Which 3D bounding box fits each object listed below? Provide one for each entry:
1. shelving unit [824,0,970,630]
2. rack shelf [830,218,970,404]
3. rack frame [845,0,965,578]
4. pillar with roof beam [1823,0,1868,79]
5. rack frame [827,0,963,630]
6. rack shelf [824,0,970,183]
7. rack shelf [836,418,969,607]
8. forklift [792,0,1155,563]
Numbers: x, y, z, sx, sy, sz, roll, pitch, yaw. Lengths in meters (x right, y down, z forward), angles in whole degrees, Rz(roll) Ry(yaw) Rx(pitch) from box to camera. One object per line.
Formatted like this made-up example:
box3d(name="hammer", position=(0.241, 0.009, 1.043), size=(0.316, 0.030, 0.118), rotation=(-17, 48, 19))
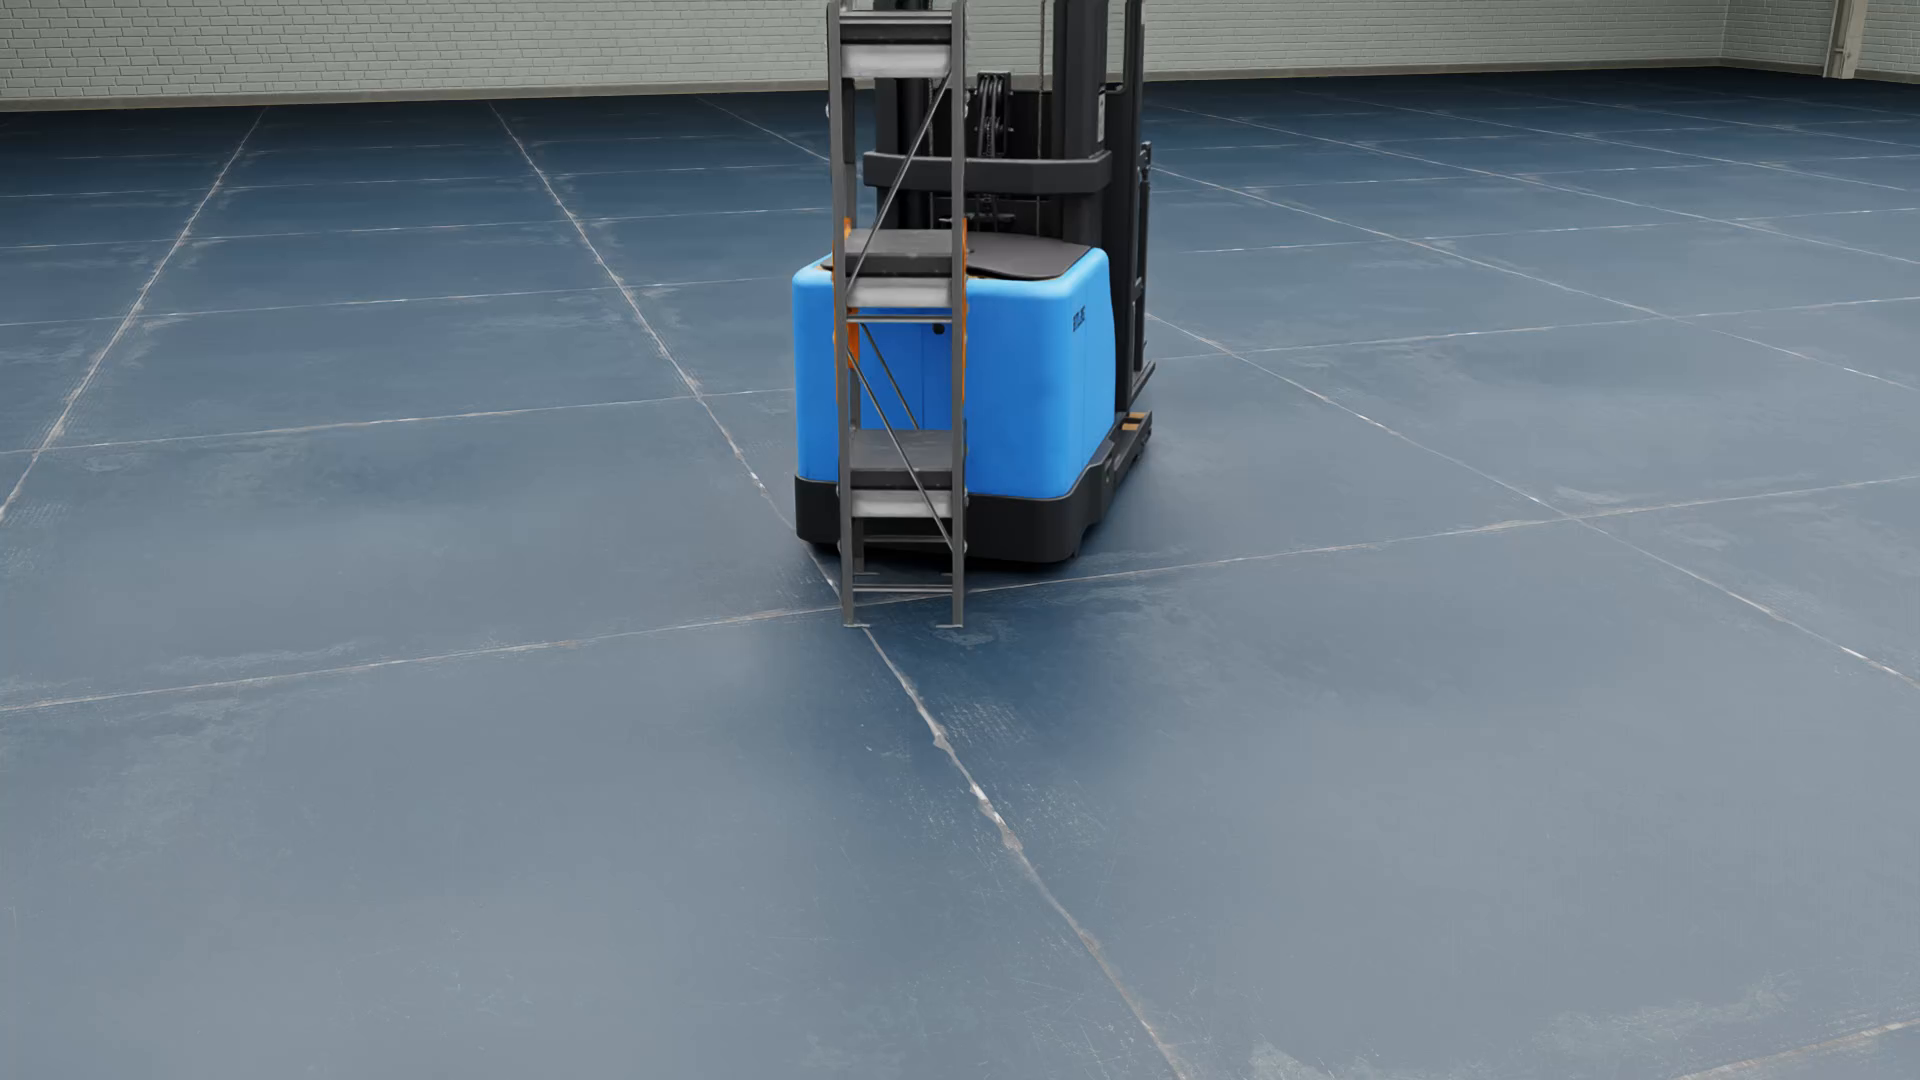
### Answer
box3d(name="shelving unit", position=(-0.186, -0.773, 5.463), size=(0.431, 2.100, 0.503), rotation=(0, 20, 1))
box3d(name="rack shelf", position=(-0.186, -0.760, 5.467), size=(0.431, 0.518, 0.480), rotation=(0, 20, 1))
box3d(name="rack frame", position=(-0.182, -0.856, 5.692), size=(0.400, 2.100, 0.015), rotation=(0, 20, 1))
box3d(name="pillar with roof beam", position=(10.928, -11.679, 25.620), size=(9.100, 9.000, 0.400), rotation=(-6, 21, -17))
box3d(name="rack frame", position=(-0.191, -0.691, 5.233), size=(0.400, 2.100, 0.015), rotation=(0, 20, 1))
box3d(name="rack shelf", position=(-0.186, -1.419, 5.231), size=(0.431, 0.518, 0.480), rotation=(0, 20, 1))
box3d(name="rack shelf", position=(-0.186, -0.101, 5.704), size=(0.431, 0.518, 0.480), rotation=(0, 20, 1))
box3d(name="forklift", position=(0.255, -1.761, 6.982), size=(1.130, 2.935, 3.031), rotation=(5, 20, 14))
